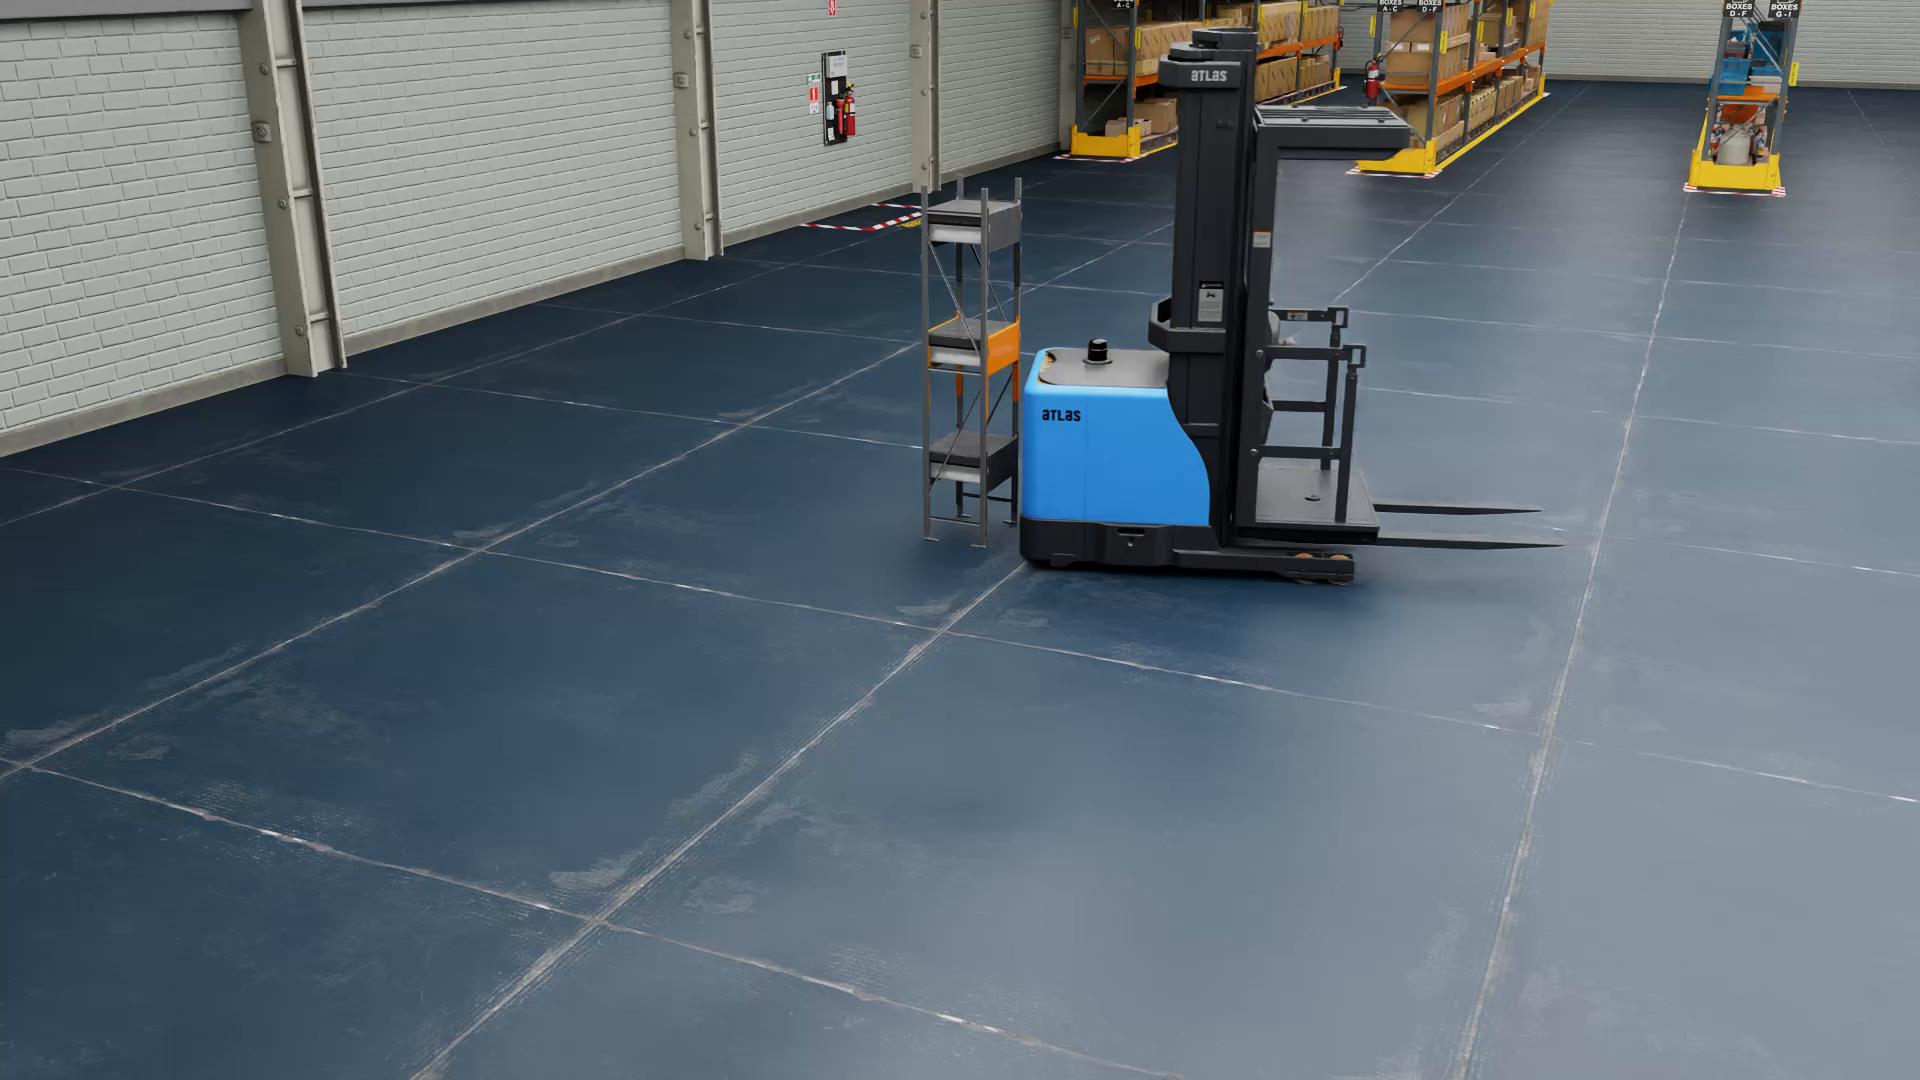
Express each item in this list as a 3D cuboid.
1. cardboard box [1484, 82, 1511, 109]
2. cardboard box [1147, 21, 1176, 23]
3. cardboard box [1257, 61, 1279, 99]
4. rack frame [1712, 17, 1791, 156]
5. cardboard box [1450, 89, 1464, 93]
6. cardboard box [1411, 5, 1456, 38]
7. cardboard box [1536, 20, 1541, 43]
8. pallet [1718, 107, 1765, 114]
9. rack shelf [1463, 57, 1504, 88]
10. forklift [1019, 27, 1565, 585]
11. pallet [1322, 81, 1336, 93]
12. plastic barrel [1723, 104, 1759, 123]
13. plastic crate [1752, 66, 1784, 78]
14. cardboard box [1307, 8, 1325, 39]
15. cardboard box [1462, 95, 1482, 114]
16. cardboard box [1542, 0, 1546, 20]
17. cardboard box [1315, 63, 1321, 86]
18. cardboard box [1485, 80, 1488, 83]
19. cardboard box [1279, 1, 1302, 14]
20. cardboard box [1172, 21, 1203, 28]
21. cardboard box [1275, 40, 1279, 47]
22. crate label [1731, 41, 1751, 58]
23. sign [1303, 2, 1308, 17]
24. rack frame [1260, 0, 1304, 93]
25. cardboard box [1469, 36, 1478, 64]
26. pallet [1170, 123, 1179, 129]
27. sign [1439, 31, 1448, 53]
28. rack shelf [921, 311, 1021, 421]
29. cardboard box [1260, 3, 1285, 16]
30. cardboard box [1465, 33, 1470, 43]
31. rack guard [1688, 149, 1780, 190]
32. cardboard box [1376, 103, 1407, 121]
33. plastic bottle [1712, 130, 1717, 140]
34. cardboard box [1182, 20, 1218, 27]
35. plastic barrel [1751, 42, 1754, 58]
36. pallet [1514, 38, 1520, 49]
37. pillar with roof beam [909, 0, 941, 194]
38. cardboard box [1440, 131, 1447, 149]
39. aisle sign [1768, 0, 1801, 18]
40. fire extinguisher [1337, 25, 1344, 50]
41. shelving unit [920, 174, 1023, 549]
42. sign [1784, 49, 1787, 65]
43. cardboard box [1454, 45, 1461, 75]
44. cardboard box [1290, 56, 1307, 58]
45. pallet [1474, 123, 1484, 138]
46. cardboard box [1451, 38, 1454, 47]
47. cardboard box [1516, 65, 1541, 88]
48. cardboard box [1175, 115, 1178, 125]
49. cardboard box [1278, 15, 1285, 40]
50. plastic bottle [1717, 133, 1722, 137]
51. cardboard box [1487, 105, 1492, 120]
[{"bbox_3d":[11.124,-9.222,34.497,0.500,0.500,0.500,8,21,22],"label":"cardboard box"},{"bbox_3d":[3.716,-9.412,31.032,0.500,0.500,0.500,8,21,21],"label":"cardboard box"},{"bbox_3d":[6.522,-10.116,36.520,0.750,0.750,0.750,8,21,22],"label":"cardboard box"},{"bbox_3d":[13.137,-7.875,27.637,1.000,3.000,0.127,9,21,23],"label":"rack frame"},{"bbox_3d":[9.568,-8.664,32.494,0.500,0.311,0.500,8,21,21],"label":"cardboard box"},{"bbox_3d":[7.827,-8.618,27.639,0.700,0.500,0.500,9,21,23],"label":"cardboard box"},{"bbox_3d":[12.974,-11.633,38.052,0.500,0.500,0.500,8,21,22],"label":"cardboard box"},{"bbox_3d":[16.059,-8.777,34.334,1.003,0.211,1.213,9,21,23],"label":"pallet"},{"bbox_3d":[9.439,-8.829,31.391,1.077,0.370,4.000,9,21,23],"label":"rack shelf"},{"bbox_3d":[1.897,-1.318,9.302,3.031,2.935,1.130,2,20,7],"label":"forklift"},{"bbox_3d":[8.757,-11.334,41.524,1.003,0.211,1.213,9,21,23],"label":"pallet"},{"bbox_3d":[14.960,-8.425,31.796,0.600,0.830,0.708,9,21,23],"label":"plastic barrel"},{"bbox_3d":[12.932,-7.430,26.606,0.499,0.251,0.616,9,21,23],"label":"plastic crate"},{"bbox_3d":[8.205,-12.431,40.000,0.980,0.700,0.700,7,21,20],"label":"cardboard box"},{"bbox_3d":[9.437,-8.126,30.980,0.500,0.311,0.500,8,21,21],"label":"cardboard box"},{"bbox_3d":[13.188,-12.255,38.311,0.500,0.500,0.500,9,22,24],"label":"cardboard box"},{"bbox_3d":[8.407,-11.389,40.620,0.700,0.500,0.500,8,21,21],"label":"cardboard box"},{"bbox_3d":[10.848,-9.446,35.127,0.500,0.500,0.500,8,21,21],"label":"cardboard box"},{"bbox_3d":[7.417,-12.053,37.640,0.500,0.250,0.500,9,22,24],"label":"cardboard box"},{"bbox_3d":[4.188,-9.340,30.830,0.500,0.500,0.500,8,21,23],"label":"cardboard box"},{"bbox_3d":[6.815,-10.967,36.676,0.380,0.149,0.250,9,22,24],"label":"cardboard box"},{"bbox_3d":[14.122,-8.848,30.320,0.502,0.435,0.616,9,21,23],"label":"crate label"},{"bbox_3d":[7.874,-12.117,37.954,0.100,0.325,0.005,9,21,23],"label":"sign"},{"bbox_3d":[7.375,-11.680,38.336,1.000,3.000,0.127,9,21,23],"label":"rack frame"},{"bbox_3d":[9.370,-9.150,31.072,0.500,0.500,0.500,9,21,23],"label":"cardboard box"},{"bbox_3d":[3.856,-7.711,31.336,1.003,0.211,1.213,9,21,23],"label":"pallet"},{"bbox_3d":[7.486,-7.701,25.735,0.100,0.325,0.005,9,21,23],"label":"sign"},{"bbox_3d":[0.068,-1.027,9.764,0.431,0.518,0.480,9,21,23],"label":"rack shelf"},{"bbox_3d":[6.782,-11.586,36.328,0.500,0.250,0.500,8,21,22],"label":"cardboard box"},{"bbox_3d":[8.704,-8.796,29.109,0.380,0.149,0.250,9,21,23],"label":"cardboard box"},{"bbox_3d":[11.488,-5.505,24.701,1.175,0.500,0.348,9,21,23],"label":"rack guard"},{"bbox_3d":[6.930,-6.794,26.954,0.500,0.500,0.500,9,21,23],"label":"cardboard box"},{"bbox_3d":[12.177,-6.457,26.946,0.144,0.351,0.185,8,21,22],"label":"plastic bottle"},{"bbox_3d":[4.574,-9.810,32.271,0.700,0.500,0.500,11,22,28],"label":"cardboard box"},{"bbox_3d":[14.030,-8.426,28.983,0.433,0.535,0.433,0,20,0],"label":"plastic barrel"},{"bbox_3d":[11.469,-10.682,35.815,1.003,0.211,1.213,9,21,23],"label":"pallet"},{"bbox_3d":[3.429,-8.746,21.133,9.100,9.000,0.400,9,21,23],"label":"pillar with roof beam"},{"bbox_3d":[7.811,-6.675,27.739,0.500,0.250,0.500,9,21,23],"label":"cardboard box"},{"bbox_3d":[11.737,-7.815,23.588,0.394,0.787,0.004,9,21,23],"label":"aisle sign"},{"bbox_3d":[9.496,-12.674,41.801,0.296,0.674,0.183,9,21,23],"label":"fire extinguisher"},{"bbox_3d":[0.068,-1.040,9.759,0.431,2.100,0.503,9,21,23],"label":"shelving unit"},{"bbox_3d":[13.635,-7.927,27.369,0.100,0.325,0.005,9,21,23],"label":"sign"},{"bbox_3d":[8.234,-8.305,28.695,0.700,0.500,0.500,8,21,22],"label":"cardboard box"},{"bbox_3d":[8.273,-11.758,40.689,0.380,0.149,0.250,9,21,23],"label":"cardboard box"},{"bbox_3d":[9.384,-7.847,31.719,1.003,0.211,1.213,9,21,23],"label":"pallet"},{"bbox_3d":[7.969,-8.246,27.563,0.380,0.149,0.250,9,21,23],"label":"cardboard box"},{"bbox_3d":[13.536,-11.054,39.649,0.500,0.500,0.500,9,21,23],"label":"cardboard box"},{"bbox_3d":[3.907,-7.940,31.389,0.380,0.166,0.250,6,20,16],"label":"cardboard box"},{"bbox_3d":[6.803,-11.238,36.470,0.500,0.500,0.500,9,22,24],"label":"cardboard box"},{"bbox_3d":[12.479,-6.547,27.315,0.097,0.271,0.097,0,20,0],"label":"plastic bottle"},{"bbox_3d":[10.057,-8.329,32.389,0.500,0.250,0.500,8,21,22],"label":"cardboard box"}]
